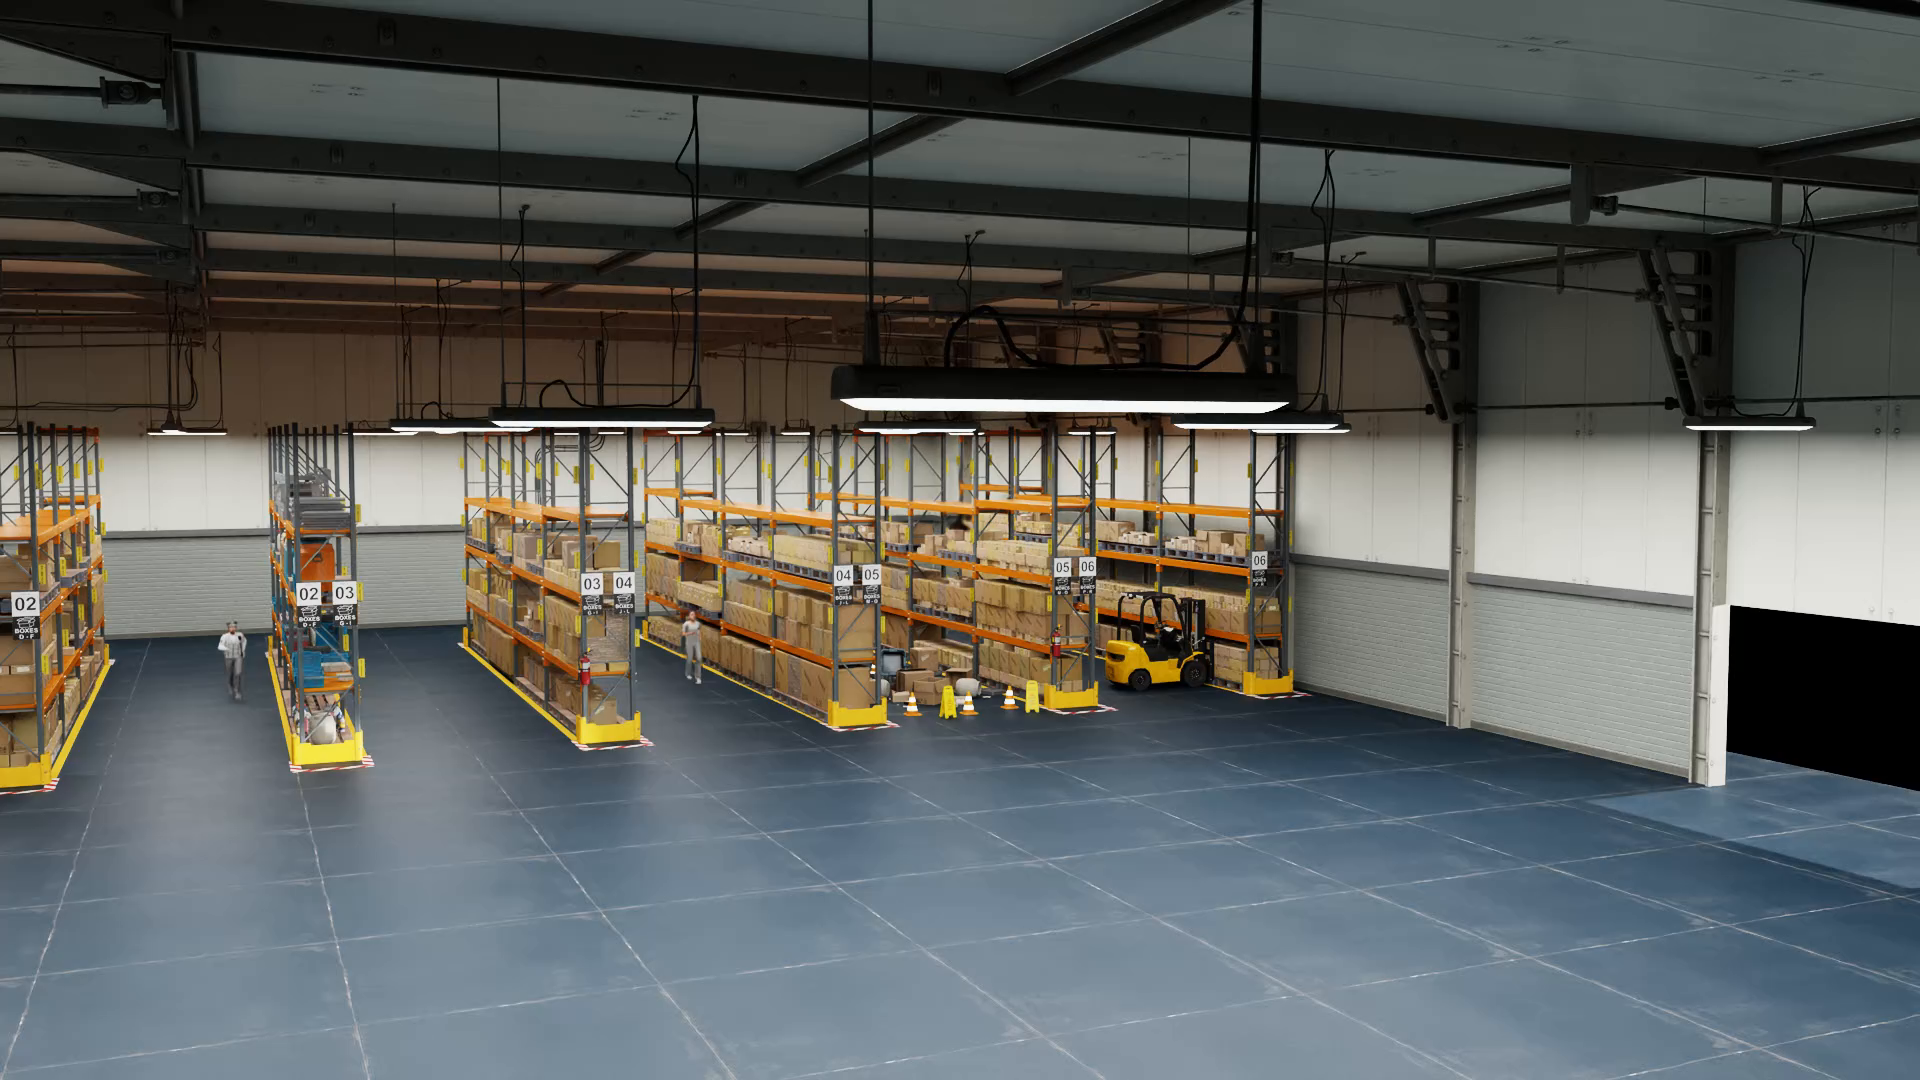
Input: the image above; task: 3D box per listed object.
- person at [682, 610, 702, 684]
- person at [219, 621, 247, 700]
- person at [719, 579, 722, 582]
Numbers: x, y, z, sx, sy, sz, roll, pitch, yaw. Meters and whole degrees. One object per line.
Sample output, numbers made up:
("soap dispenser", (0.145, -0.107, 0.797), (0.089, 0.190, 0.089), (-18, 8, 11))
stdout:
("person", (-6.276, 2.494, 39.019), (0.549, 1.714, 0.728), (-2, 4, -26))
("person", (-16.073, 2.628, 36.761), (0.562, 1.719, 0.857), (-1, 4, -22))
("person", (-7.205, 1.754, 49.899), (1.005, 1.769, 0.659), (-2, 4, -24))
